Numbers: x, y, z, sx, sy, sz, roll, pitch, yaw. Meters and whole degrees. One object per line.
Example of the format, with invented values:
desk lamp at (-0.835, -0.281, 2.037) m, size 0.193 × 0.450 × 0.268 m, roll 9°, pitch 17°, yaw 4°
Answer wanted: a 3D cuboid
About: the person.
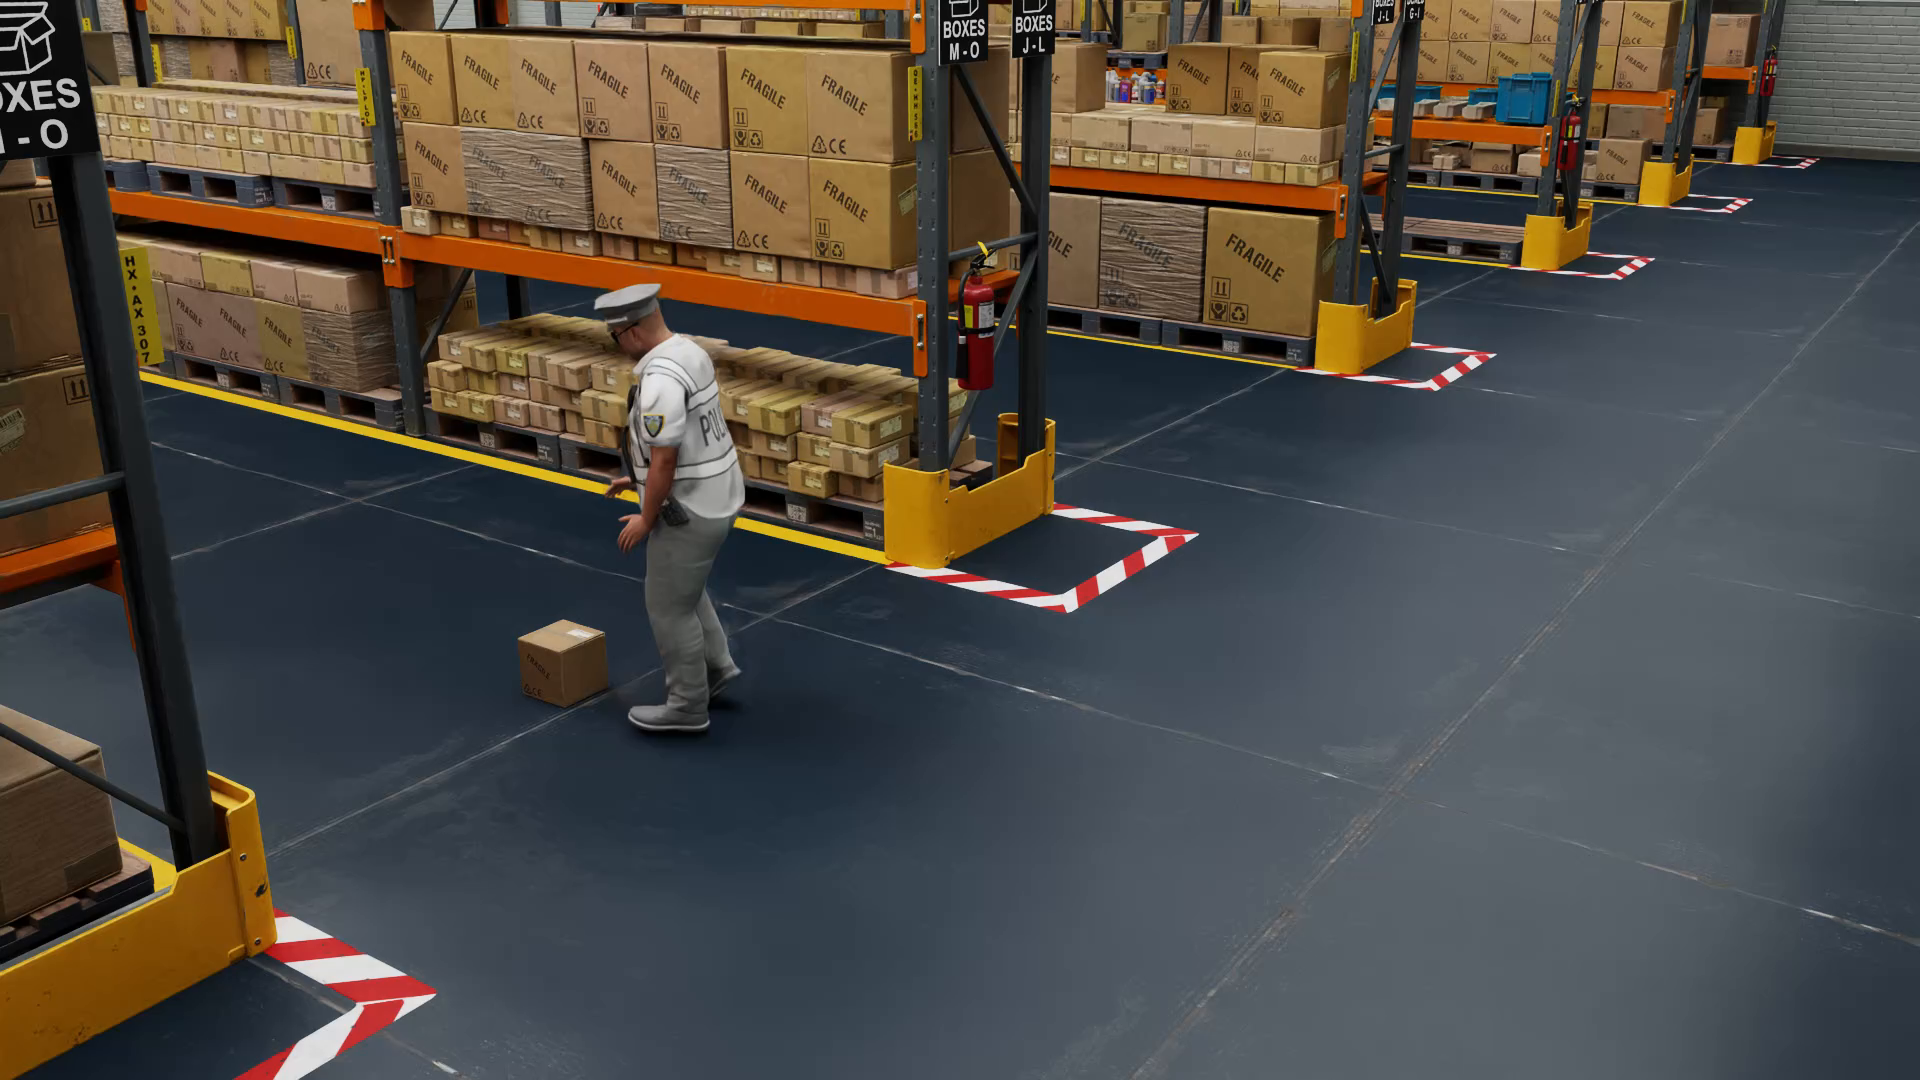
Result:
person at (-1.117, -0.085, 6.349) m, size 0.589 × 1.787 × 0.551 m, roll 2°, pitch 20°, yaw 6°
